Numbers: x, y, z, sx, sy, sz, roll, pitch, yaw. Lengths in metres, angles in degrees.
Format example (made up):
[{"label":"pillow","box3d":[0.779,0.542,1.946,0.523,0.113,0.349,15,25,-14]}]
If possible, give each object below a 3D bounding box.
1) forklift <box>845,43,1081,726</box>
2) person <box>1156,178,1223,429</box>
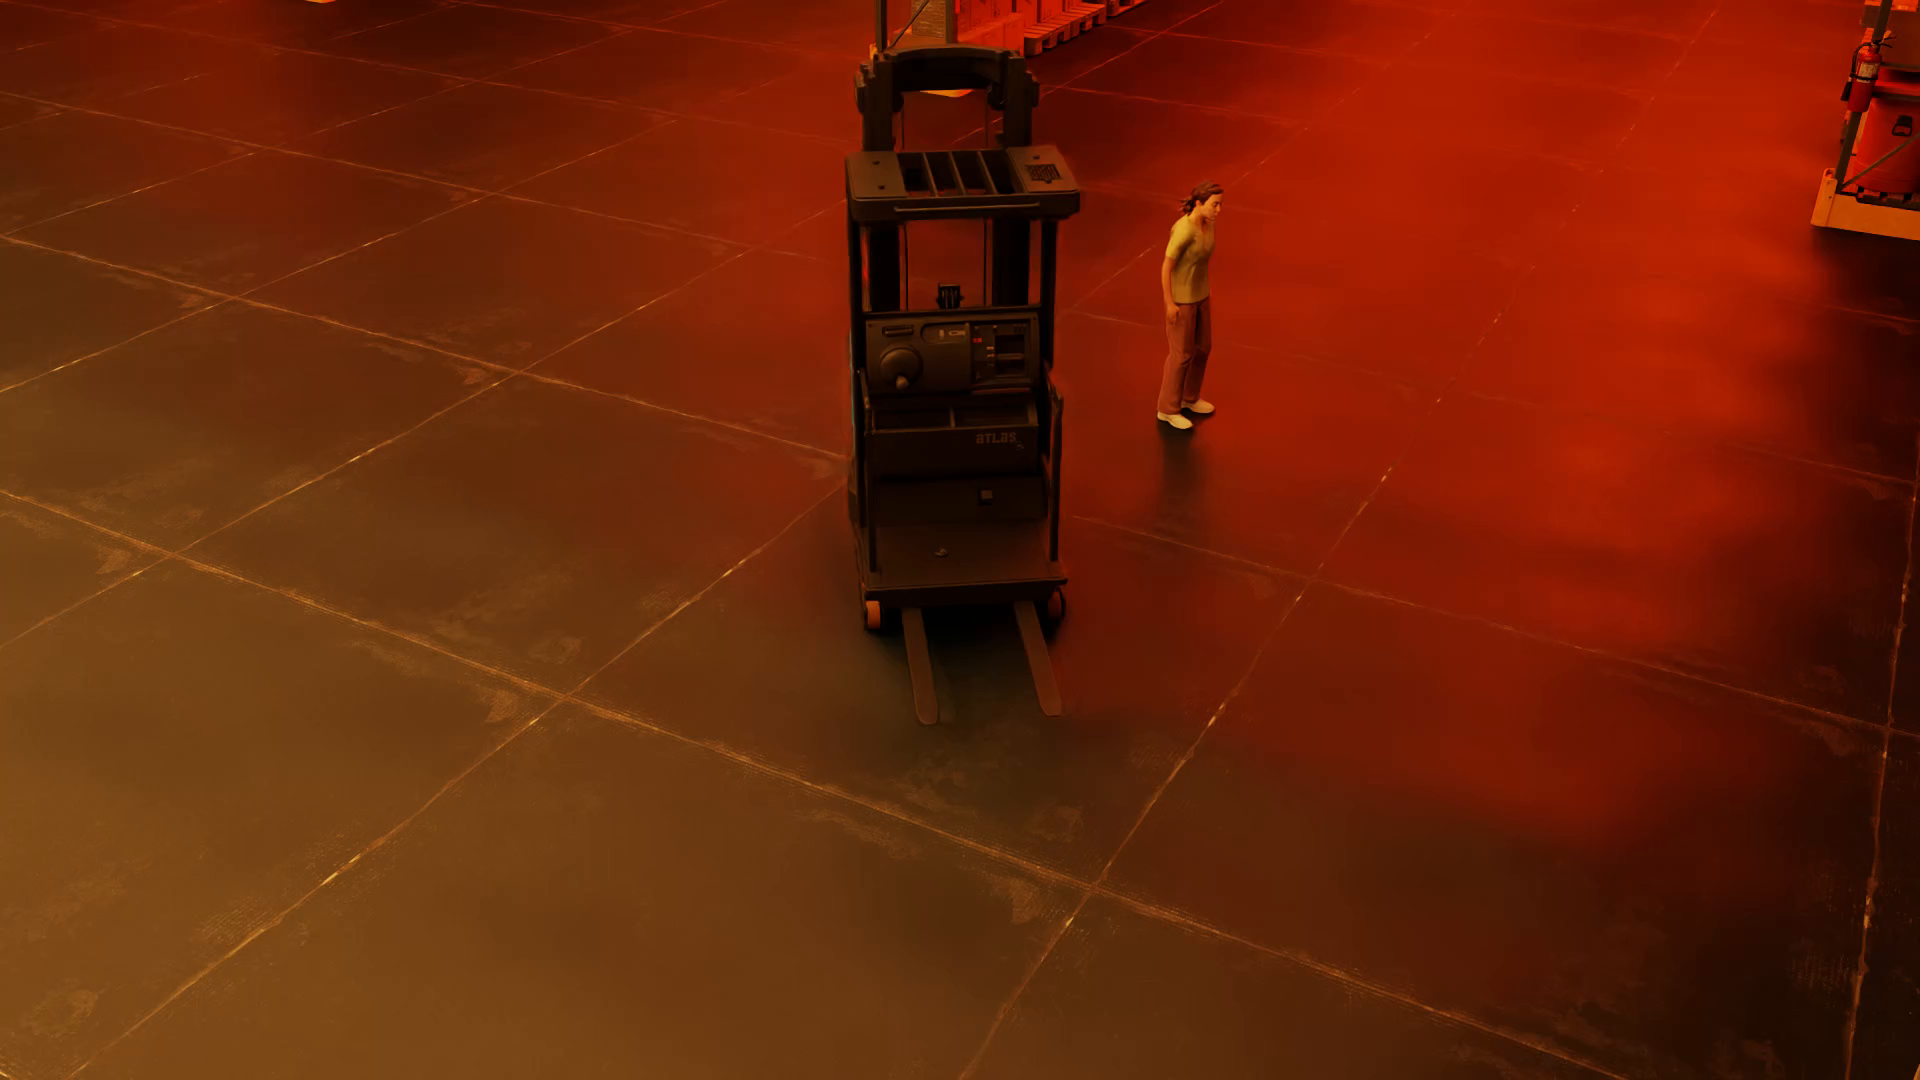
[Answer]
[{"label":"forklift","box3d":[-0.011,-0.957,8.729,1.130,2.935,3.031,-3,30,-5]},{"label":"person","box3d":[1.550,-1.598,11.101,0.370,1.671,0.517,22,37,33]}]
